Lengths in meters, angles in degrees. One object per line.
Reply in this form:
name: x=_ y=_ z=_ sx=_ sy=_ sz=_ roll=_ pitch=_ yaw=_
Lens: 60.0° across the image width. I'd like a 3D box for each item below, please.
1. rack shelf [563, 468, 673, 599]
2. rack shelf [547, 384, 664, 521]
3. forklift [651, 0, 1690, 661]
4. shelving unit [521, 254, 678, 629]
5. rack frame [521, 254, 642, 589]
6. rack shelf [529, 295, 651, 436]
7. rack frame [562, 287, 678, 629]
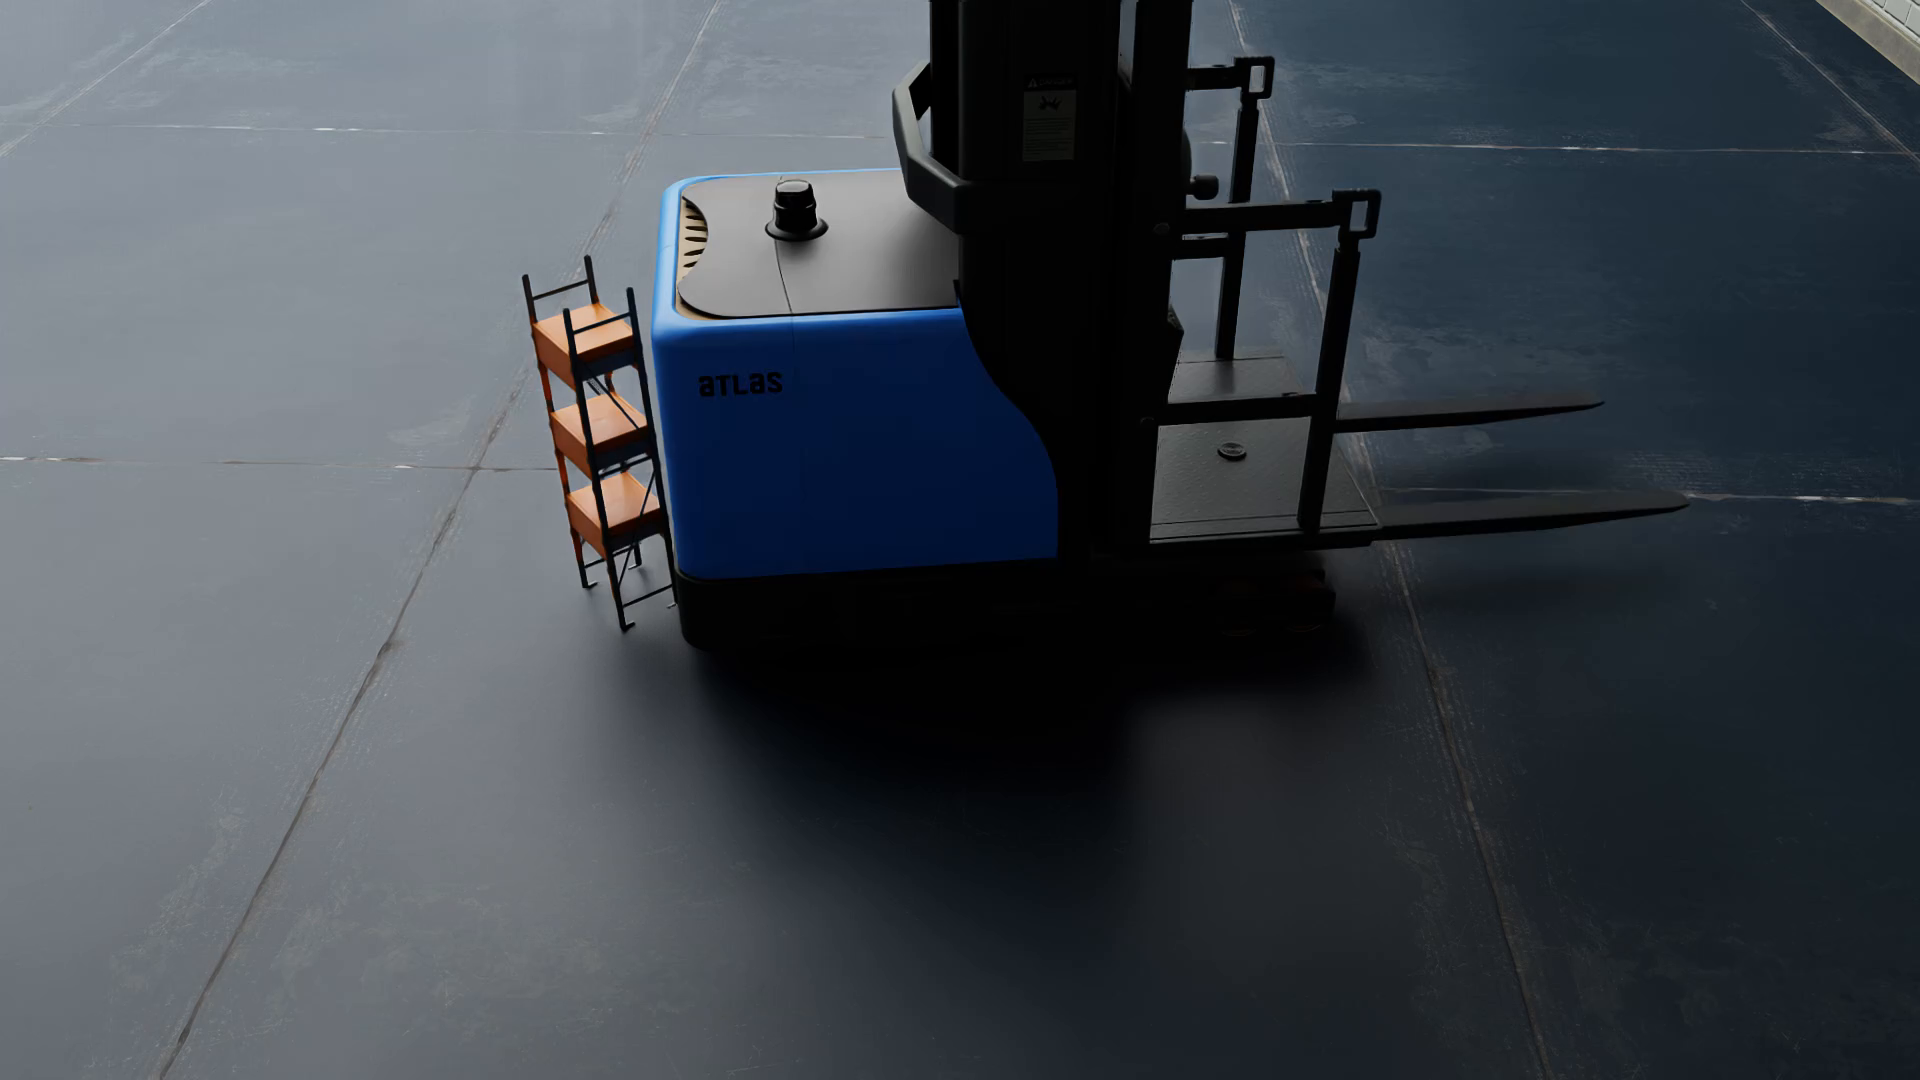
rack shelf: x=-0.995 y=-0.024 z=4.868 sx=0.215 sy=0.259 sz=0.240 roll=-25 pitch=42 yaw=-28
rack shelf: x=-1.001 y=-0.249 z=4.705 sx=0.215 sy=0.259 sz=0.240 roll=-25 pitch=42 yaw=-28
forklift: x=0.664 y=-1.217 z=4.432 sx=3.031 sy=2.935 sz=1.130 roll=-4 pitch=35 yaw=-5
shelving unit: x=-1.001 y=-0.258 z=4.699 sx=0.215 sy=1.050 sz=0.252 roll=-25 pitch=42 yaw=-28
rack frame: x=-1.074 y=-0.314 z=4.778 sx=0.200 sy=1.050 sz=0.008 roll=-25 pitch=42 yaw=-28
rack shelf: x=-1.007 y=-0.479 z=4.538 sx=0.215 sy=0.259 sz=0.240 roll=-25 pitch=42 yaw=-28
rack frame: x=-0.928 y=-0.202 z=4.619 sx=0.200 sy=1.050 sz=0.008 roll=-25 pitch=42 yaw=-28
